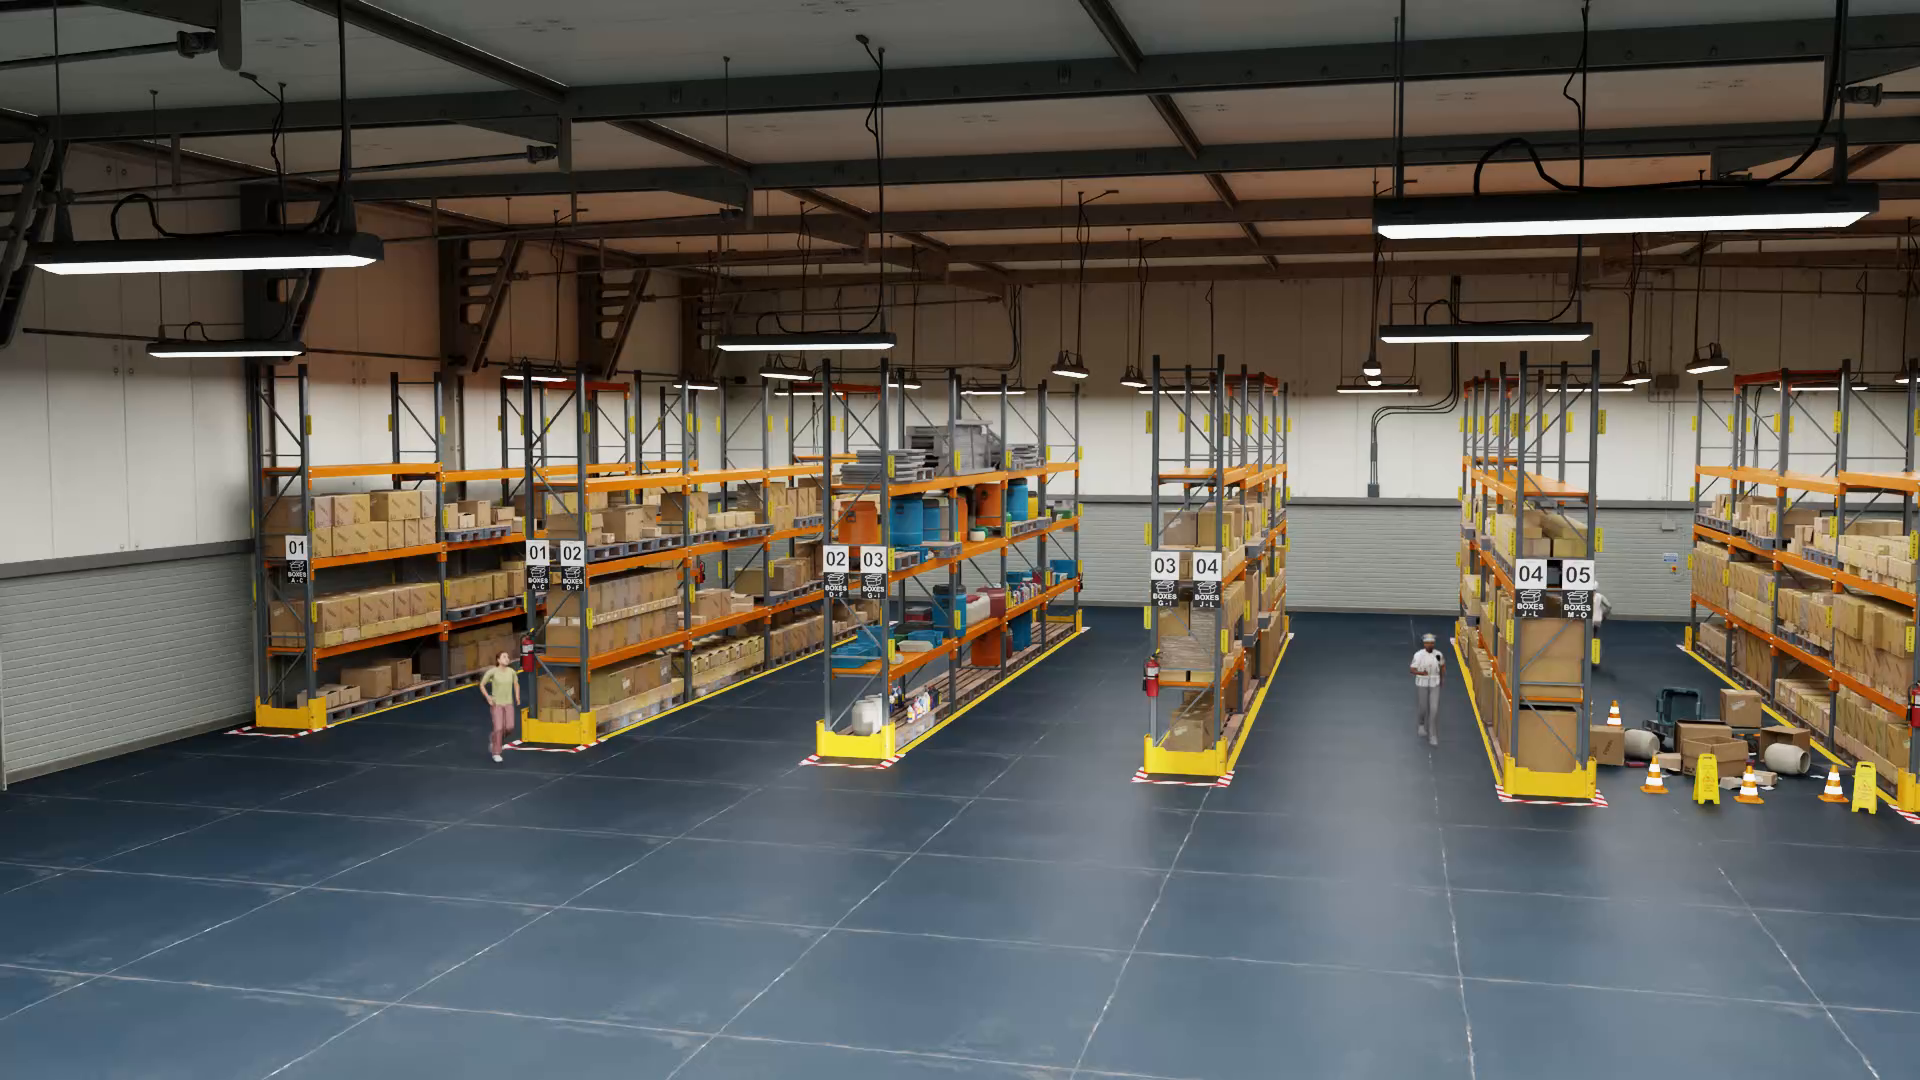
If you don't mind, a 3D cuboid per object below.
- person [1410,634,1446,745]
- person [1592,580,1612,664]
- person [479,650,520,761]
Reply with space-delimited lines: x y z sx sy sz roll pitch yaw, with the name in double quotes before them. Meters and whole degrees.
"person" 7.404 2.317 26.282 0.578 1.698 0.870 1 4 8
"person" 13.136 1.732 34.576 0.629 1.834 0.779 0 4 -5
"person" -6.878 2.489 24.986 0.617 1.617 0.526 -3 5 -35
